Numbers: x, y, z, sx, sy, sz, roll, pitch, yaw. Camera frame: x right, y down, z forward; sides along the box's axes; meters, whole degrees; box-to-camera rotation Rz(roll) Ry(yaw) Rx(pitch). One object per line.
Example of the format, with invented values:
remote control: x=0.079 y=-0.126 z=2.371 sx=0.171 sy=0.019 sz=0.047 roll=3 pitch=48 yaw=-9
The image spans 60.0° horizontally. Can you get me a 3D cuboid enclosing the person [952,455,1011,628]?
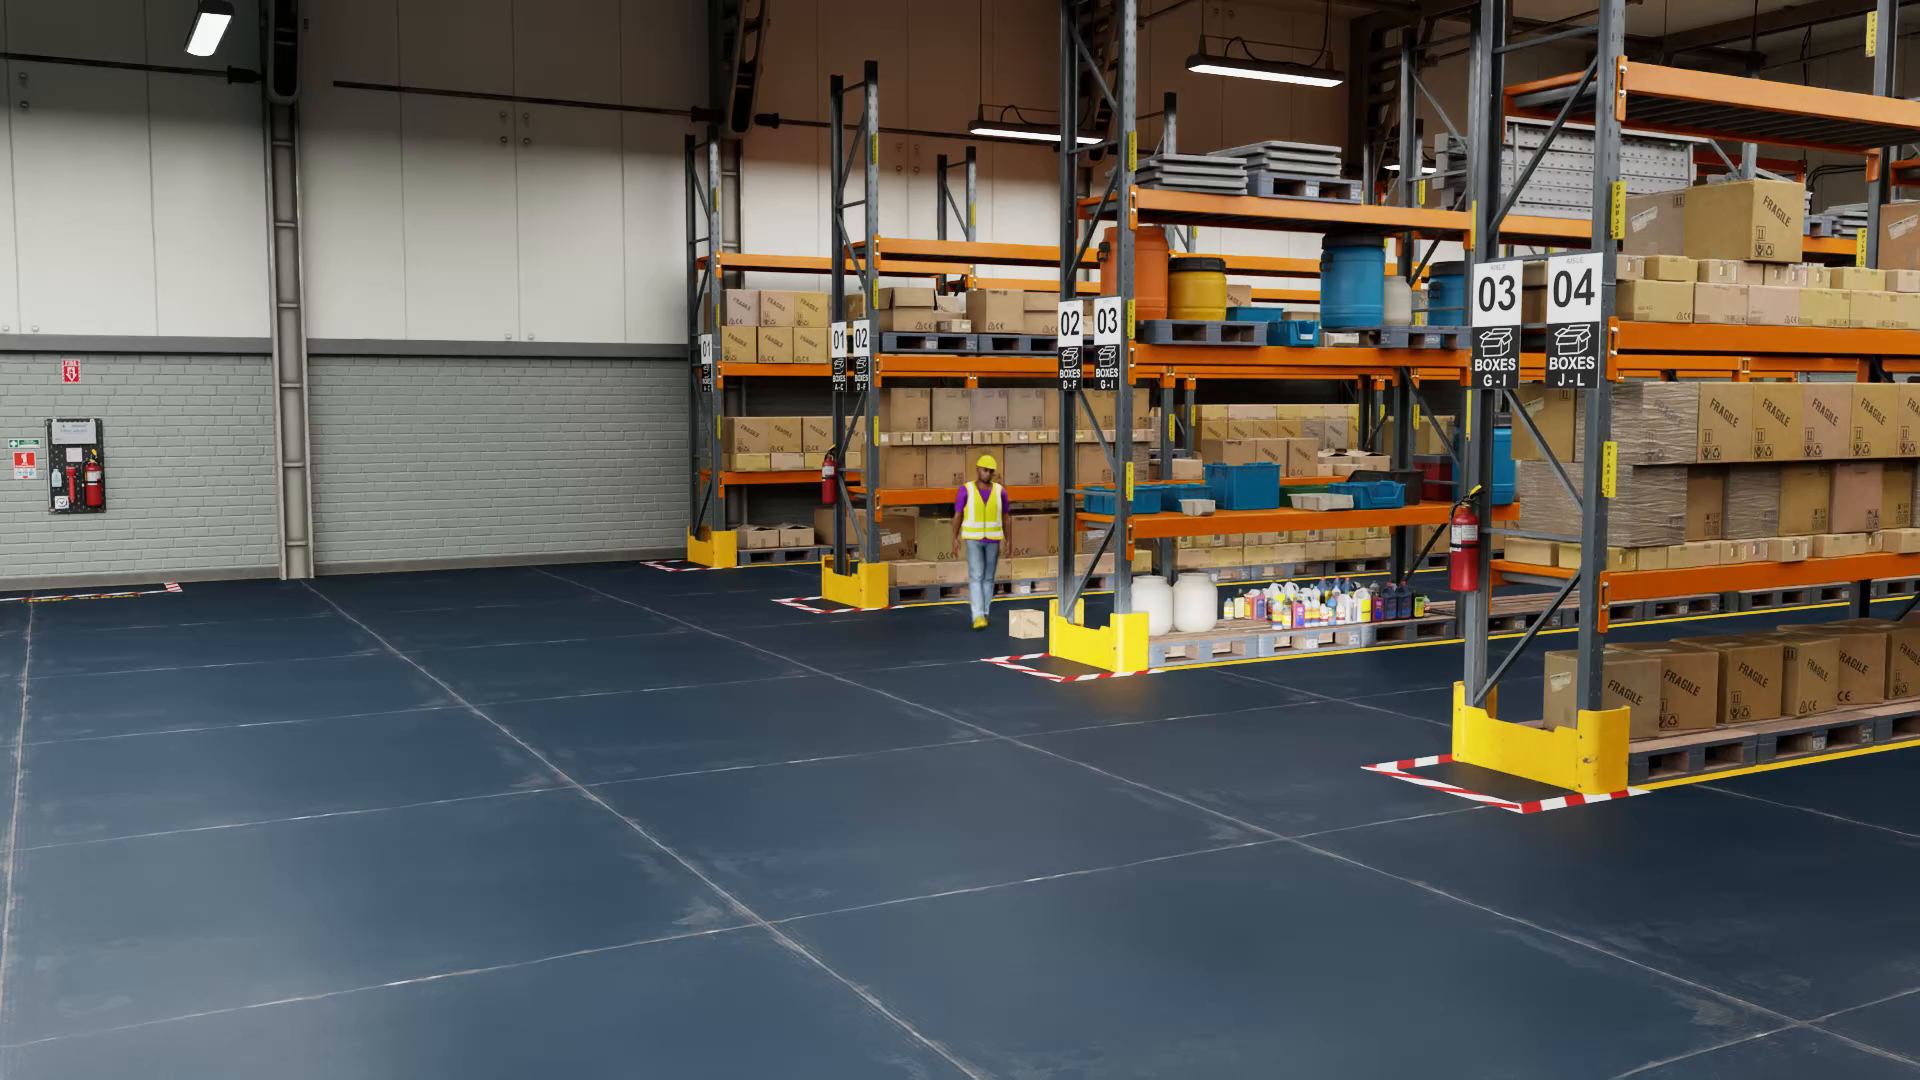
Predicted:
person: x=0.248 y=0.014 z=16.962 sx=0.601 sy=1.753 sz=0.773 roll=-1 pitch=5 yaw=-11
